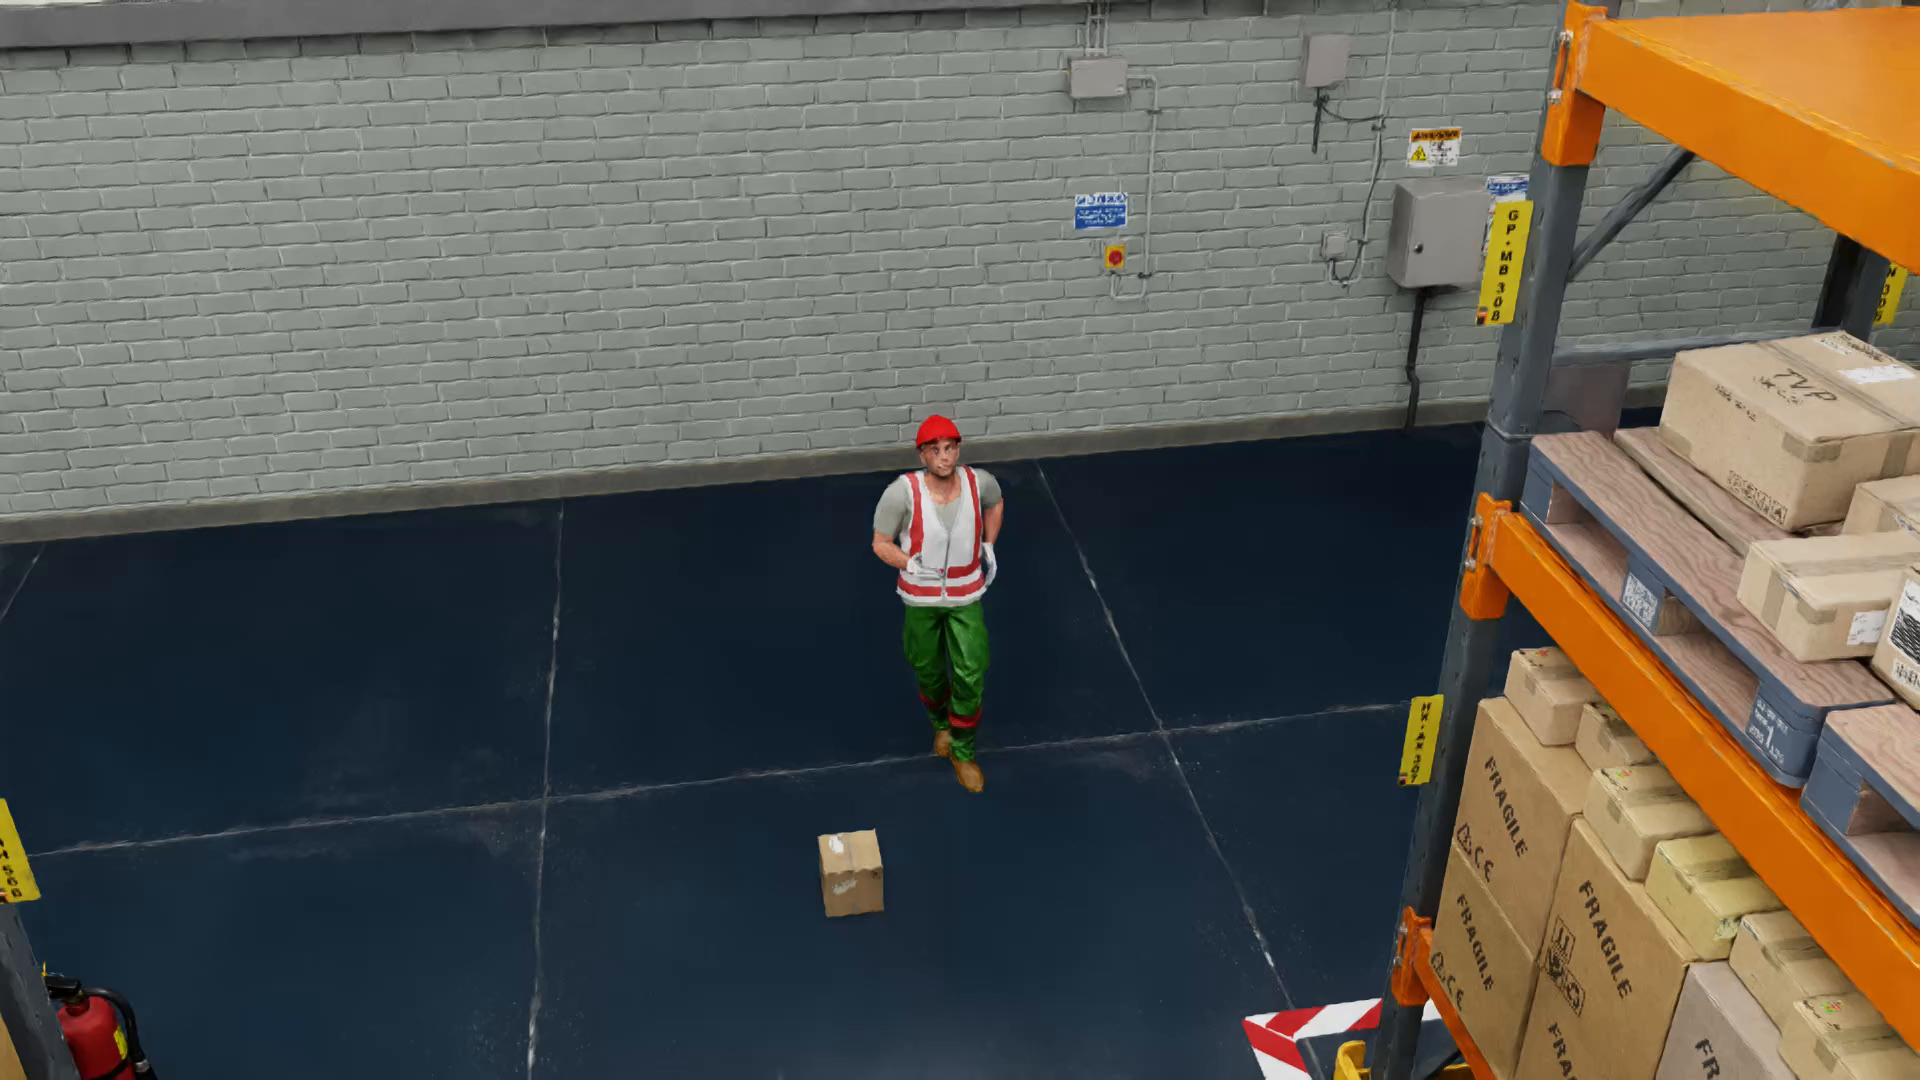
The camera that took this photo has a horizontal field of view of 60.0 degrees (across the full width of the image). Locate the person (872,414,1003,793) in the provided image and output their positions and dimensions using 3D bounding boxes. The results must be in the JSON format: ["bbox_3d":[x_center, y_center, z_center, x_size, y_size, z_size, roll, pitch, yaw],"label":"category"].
[{"bbox_3d":[-0.080,0.283,7.687,0.632,1.777,0.681,-3,31,-5],"label":"person"}]
